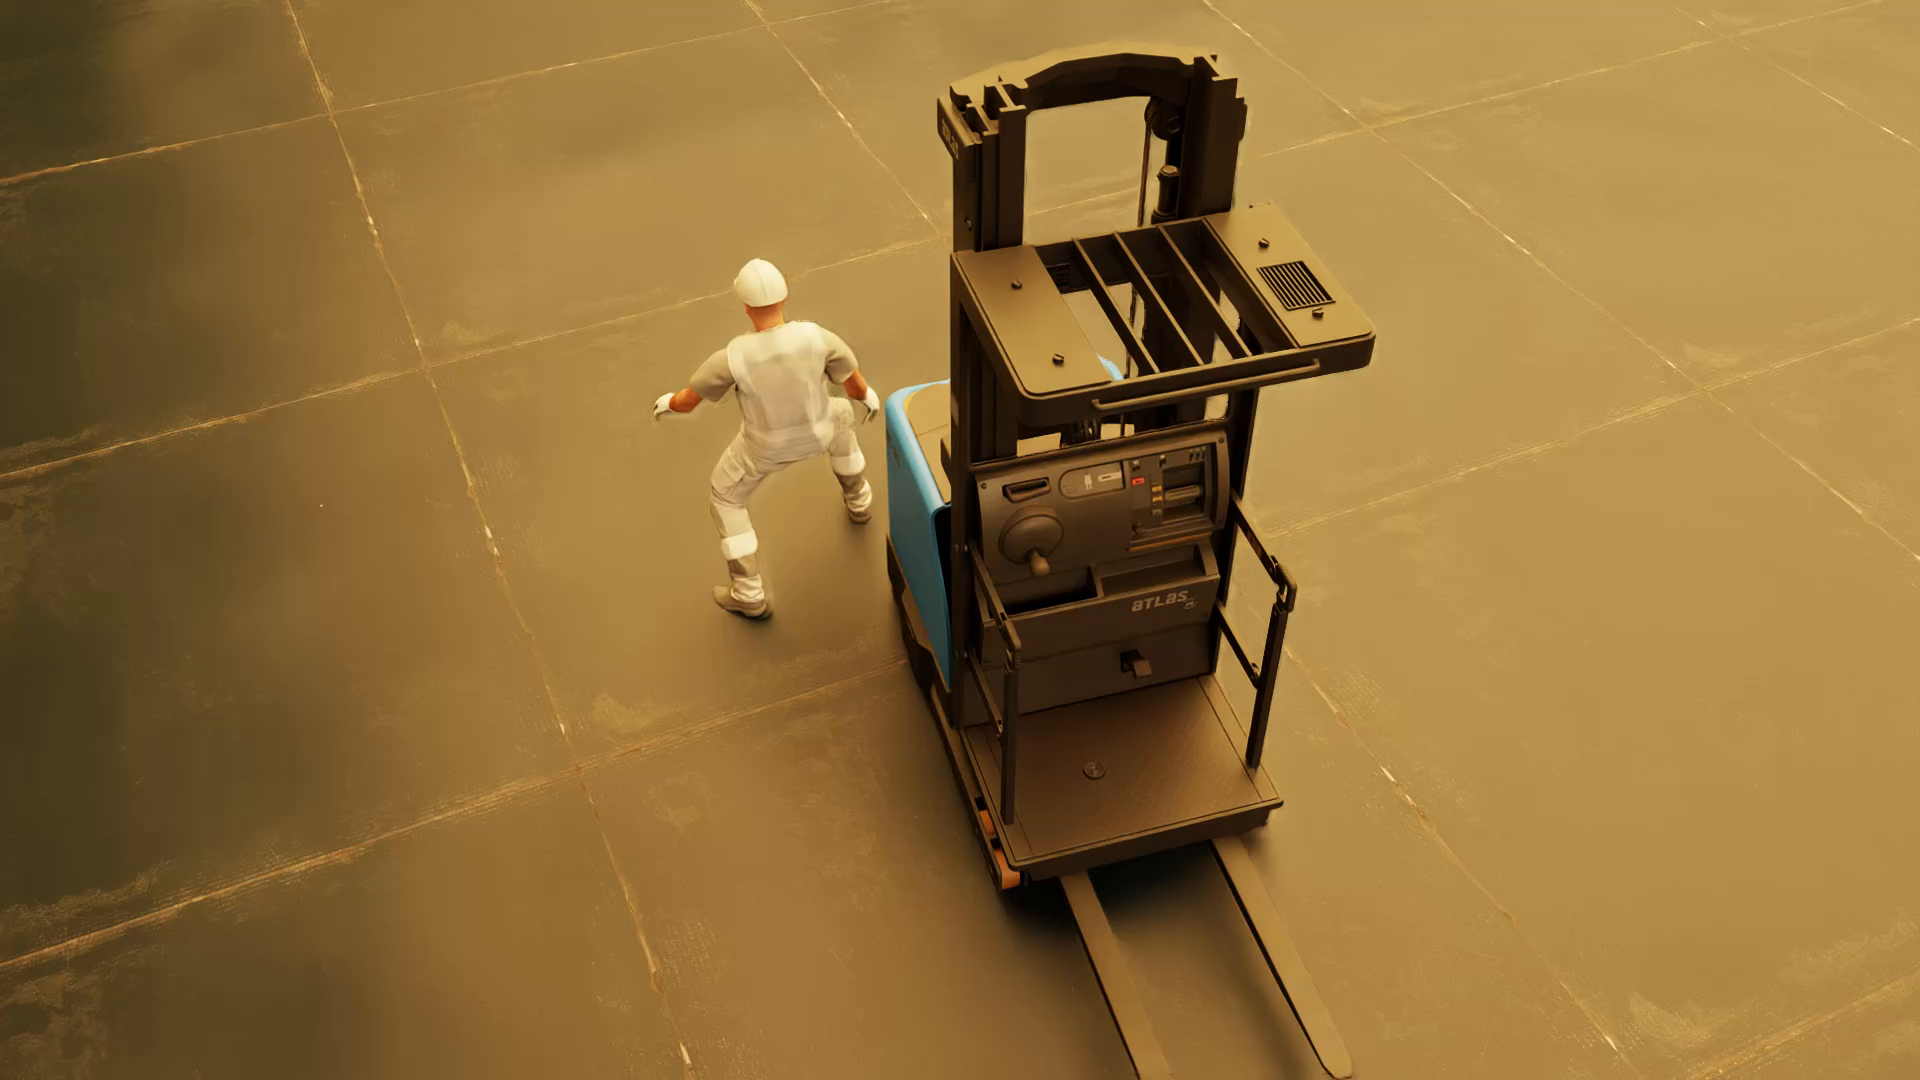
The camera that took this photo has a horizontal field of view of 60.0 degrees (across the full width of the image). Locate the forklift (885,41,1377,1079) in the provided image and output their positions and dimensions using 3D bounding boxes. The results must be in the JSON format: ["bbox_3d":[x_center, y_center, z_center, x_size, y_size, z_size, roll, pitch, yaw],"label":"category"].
[{"bbox_3d":[0.574,-0.038,5.721,1.130,2.935,3.031,-11,44,-12],"label":"forklift"}]

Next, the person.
[{"bbox_3d":[-0.811,-0.507,7.192,0.974,1.646,0.729,-10,44,-11],"label":"person"}]
